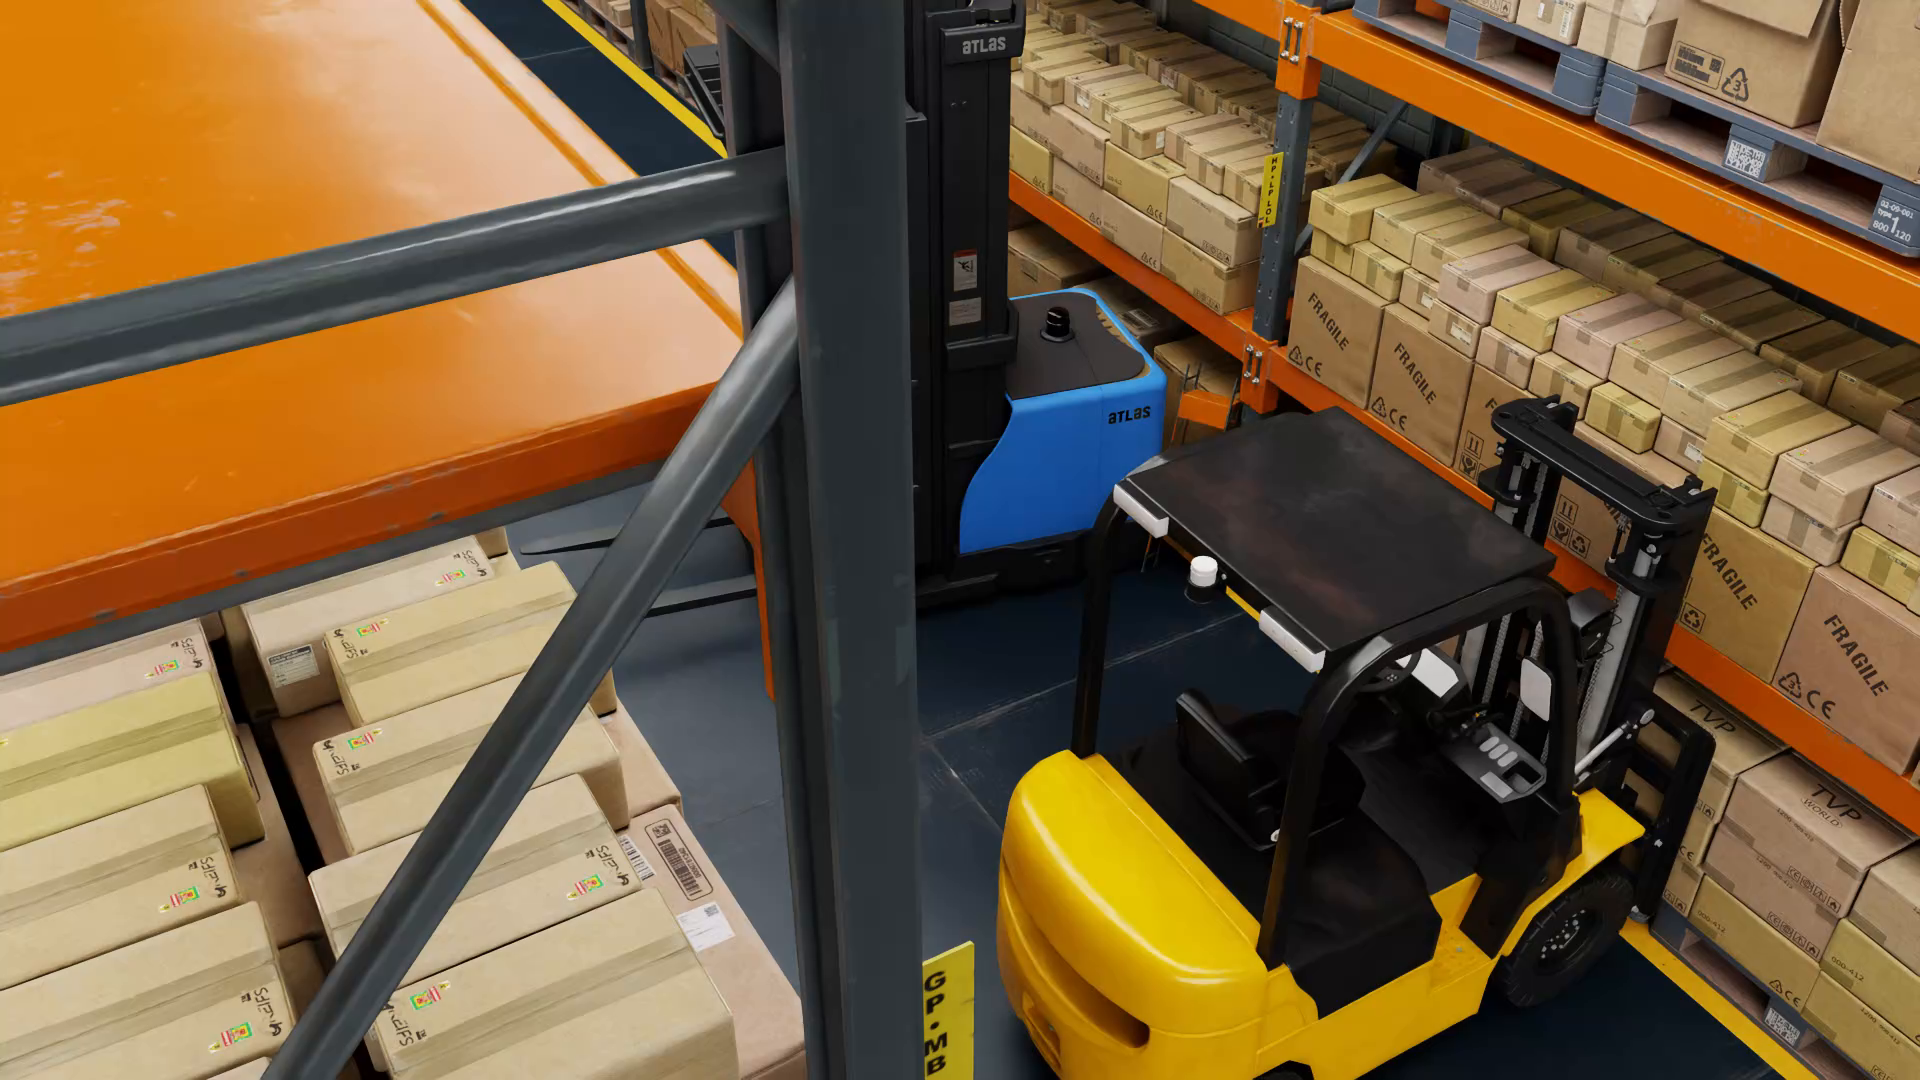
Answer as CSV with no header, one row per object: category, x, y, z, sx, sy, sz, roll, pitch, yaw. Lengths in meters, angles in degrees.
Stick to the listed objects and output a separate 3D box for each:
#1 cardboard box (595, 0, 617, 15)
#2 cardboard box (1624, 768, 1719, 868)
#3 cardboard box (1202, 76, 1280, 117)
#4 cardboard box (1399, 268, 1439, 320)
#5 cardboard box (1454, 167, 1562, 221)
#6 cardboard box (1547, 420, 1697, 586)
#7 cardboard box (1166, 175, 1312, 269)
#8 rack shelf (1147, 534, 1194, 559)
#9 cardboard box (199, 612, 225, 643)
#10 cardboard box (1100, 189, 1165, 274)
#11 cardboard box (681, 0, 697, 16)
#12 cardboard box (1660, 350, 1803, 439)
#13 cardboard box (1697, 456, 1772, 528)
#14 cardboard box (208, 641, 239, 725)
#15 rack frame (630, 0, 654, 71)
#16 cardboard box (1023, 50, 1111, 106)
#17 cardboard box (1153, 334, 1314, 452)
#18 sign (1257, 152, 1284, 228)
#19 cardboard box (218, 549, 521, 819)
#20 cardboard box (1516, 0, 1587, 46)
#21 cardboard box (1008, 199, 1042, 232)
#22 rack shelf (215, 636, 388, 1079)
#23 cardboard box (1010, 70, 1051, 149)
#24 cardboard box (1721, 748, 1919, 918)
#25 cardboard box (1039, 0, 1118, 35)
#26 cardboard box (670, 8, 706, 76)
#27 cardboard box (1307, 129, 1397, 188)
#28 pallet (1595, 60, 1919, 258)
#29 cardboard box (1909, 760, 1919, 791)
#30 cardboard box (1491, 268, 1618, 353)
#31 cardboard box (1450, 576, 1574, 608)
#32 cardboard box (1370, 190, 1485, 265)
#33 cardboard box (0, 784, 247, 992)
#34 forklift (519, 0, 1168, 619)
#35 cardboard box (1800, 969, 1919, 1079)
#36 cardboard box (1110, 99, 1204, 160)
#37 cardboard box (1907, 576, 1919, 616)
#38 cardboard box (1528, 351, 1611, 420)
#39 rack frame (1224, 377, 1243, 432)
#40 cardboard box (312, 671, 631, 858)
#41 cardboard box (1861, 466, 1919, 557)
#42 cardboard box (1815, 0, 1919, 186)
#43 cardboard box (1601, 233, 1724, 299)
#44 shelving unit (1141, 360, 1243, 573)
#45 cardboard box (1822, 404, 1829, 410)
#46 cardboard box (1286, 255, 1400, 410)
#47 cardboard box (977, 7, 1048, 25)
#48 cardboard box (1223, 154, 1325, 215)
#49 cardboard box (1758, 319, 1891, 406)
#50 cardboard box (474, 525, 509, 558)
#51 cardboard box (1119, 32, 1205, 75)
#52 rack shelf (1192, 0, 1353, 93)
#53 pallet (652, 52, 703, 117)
cardboard box,-2.950,-4.735,14.379,0.396,0.266,0.258,-17,40,-22
cardboard box,2.757,0.896,6.258,0.500,0.250,0.500,-20,41,-25
cardboard box,1.431,-2.160,8.257,0.380,0.149,0.250,-19,40,-24
cardboard box,2.001,-1.016,6.691,0.380,0.149,0.250,-19,40,-24
cardboard box,2.294,-1.420,6.991,0.380,0.149,0.250,-20,41,-25
cardboard box,2.545,-0.166,6.077,0.500,0.500,0.500,-19,40,-24
cardboard box,1.314,-1.527,7.728,0.500,0.250,0.500,-20,41,-25
rack shelf,1.081,-0.045,8.093,0.240,0.259,0.215,18,19,23
cardboard box,-1.472,0.105,2.784,0.380,0.149,0.250,-20,41,-25
cardboard box,1.045,-1.584,8.231,0.500,0.250,0.500,-19,40,-24
cardboard box,-1.942,-4.205,12.905,0.380,0.149,0.250,-21,41,-26
cardboard box,2.654,-0.494,5.724,0.380,0.149,0.250,-18,40,-23
cardboard box,2.710,-0.214,5.592,0.380,0.149,0.250,-19,40,-24
cardboard box,-1.505,0.330,2.814,0.500,0.250,0.500,-18,40,-23
rack frame,-2.237,-5.290,13.178,1.000,3.000,0.127,-19,40,-24
cardboard box,0.551,-2.377,8.553,0.380,0.149,0.250,-20,41,-25
cardboard box,1.510,-0.684,8.528,0.875,0.625,0.625,-17,39,-22
sign,1.318,-1.481,7.047,0.100,0.325,0.005,-19,40,-24
cardboard box,-1.046,0.180,3.020,0.500,0.250,0.500,-18,40,-23
cardboard box,2.131,-1.820,5.655,0.380,0.149,0.250,-18,40,-23
cardboard box,0.409,-1.808,10.067,0.875,0.625,0.625,-18,40,-22
rack shelf,-1.503,0.361,3.506,1.077,0.370,4.000,-19,40,-24
cardboard box,0.561,-2.312,8.803,0.500,0.250,0.500,-18,40,-23
cardboard box,3.029,0.965,5.740,0.500,0.250,0.500,-18,40,-23
cardboard box,0.664,-2.936,9.319,0.380,0.149,0.250,-19,40,-24
cardboard box,-1.913,-3.869,12.994,0.500,0.500,0.500,-19,40,-25
cardboard box,1.791,-1.756,7.703,0.380,0.149,0.250,-20,41,-25
pallet,2.842,-1.338,5.297,1.003,0.211,1.213,-19,40,-24
cardboard box,3.318,0.616,5.006,0.500,0.500,0.500,-20,41,-25
cardboard box,2.225,-0.863,6.228,0.380,0.149,0.250,-20,40,-25
cardboard box,2.262,0.180,6.815,0.500,0.250,0.500,-18,40,-22
cardboard box,1.911,-1.281,6.801,0.380,0.149,0.250,-18,40,-23
cardboard box,-1.164,0.517,2.219,0.380,0.149,0.250,-19,40,-24
forklift,-0.592,-1.067,7.453,3.031,2.935,1.130,-11,38,-15
cardboard box,3.283,1.624,5.686,0.500,0.250,0.500,-19,40,-24
cardboard box,0.949,-1.983,8.014,0.380,0.149,0.250,-20,41,-25
cardboard box,3.144,0.161,5.079,0.380,0.149,0.250,-18,40,-23
cardboard box,2.333,-0.611,6.136,0.380,0.149,0.250,-20,41,-25
rack frame,1.238,-0.280,7.957,0.008,1.050,0.200,18,19,23
cardboard box,-0.713,0.359,2.437,0.380,0.149,0.250,-19,40,-24
cardboard box,3.063,-0.105,5.190,0.380,0.149,0.250,-19,40,-24
cardboard box,2.931,-1.338,4.697,0.700,0.500,0.500,-19,40,-24
cardboard box,2.731,-1.041,6.473,0.380,0.149,0.250,-20,40,-25
shelving unit,1.131,-0.315,8.004,0.252,1.050,0.215,18,19,23
cardboard box,3.095,-0.511,5.999,0.380,0.149,0.250,-19,40,-24
cardboard box,1.779,-0.947,7.147,0.500,0.500,0.500,-20,41,-25
cardboard box,0.259,-2.795,9.126,0.380,0.149,0.250,-18,40,-23
cardboard box,1.419,-1.621,7.519,0.380,0.149,0.250,-18,40,-22
cardboard box,3.055,-0.625,5.903,0.380,0.149,0.250,-19,40,-24
cardboard box,-1.042,-0.047,2.992,0.380,0.149,0.250,-18,40,-23
cardboard box,1.065,-2.547,8.787,0.380,0.149,0.250,-19,40,-24
rack shelf,0.777,-3.151,8.316,1.077,0.370,4.000,-19,40,-24
pallet,-1.796,-3.761,13.448,1.003,0.211,1.213,-19,40,-24
